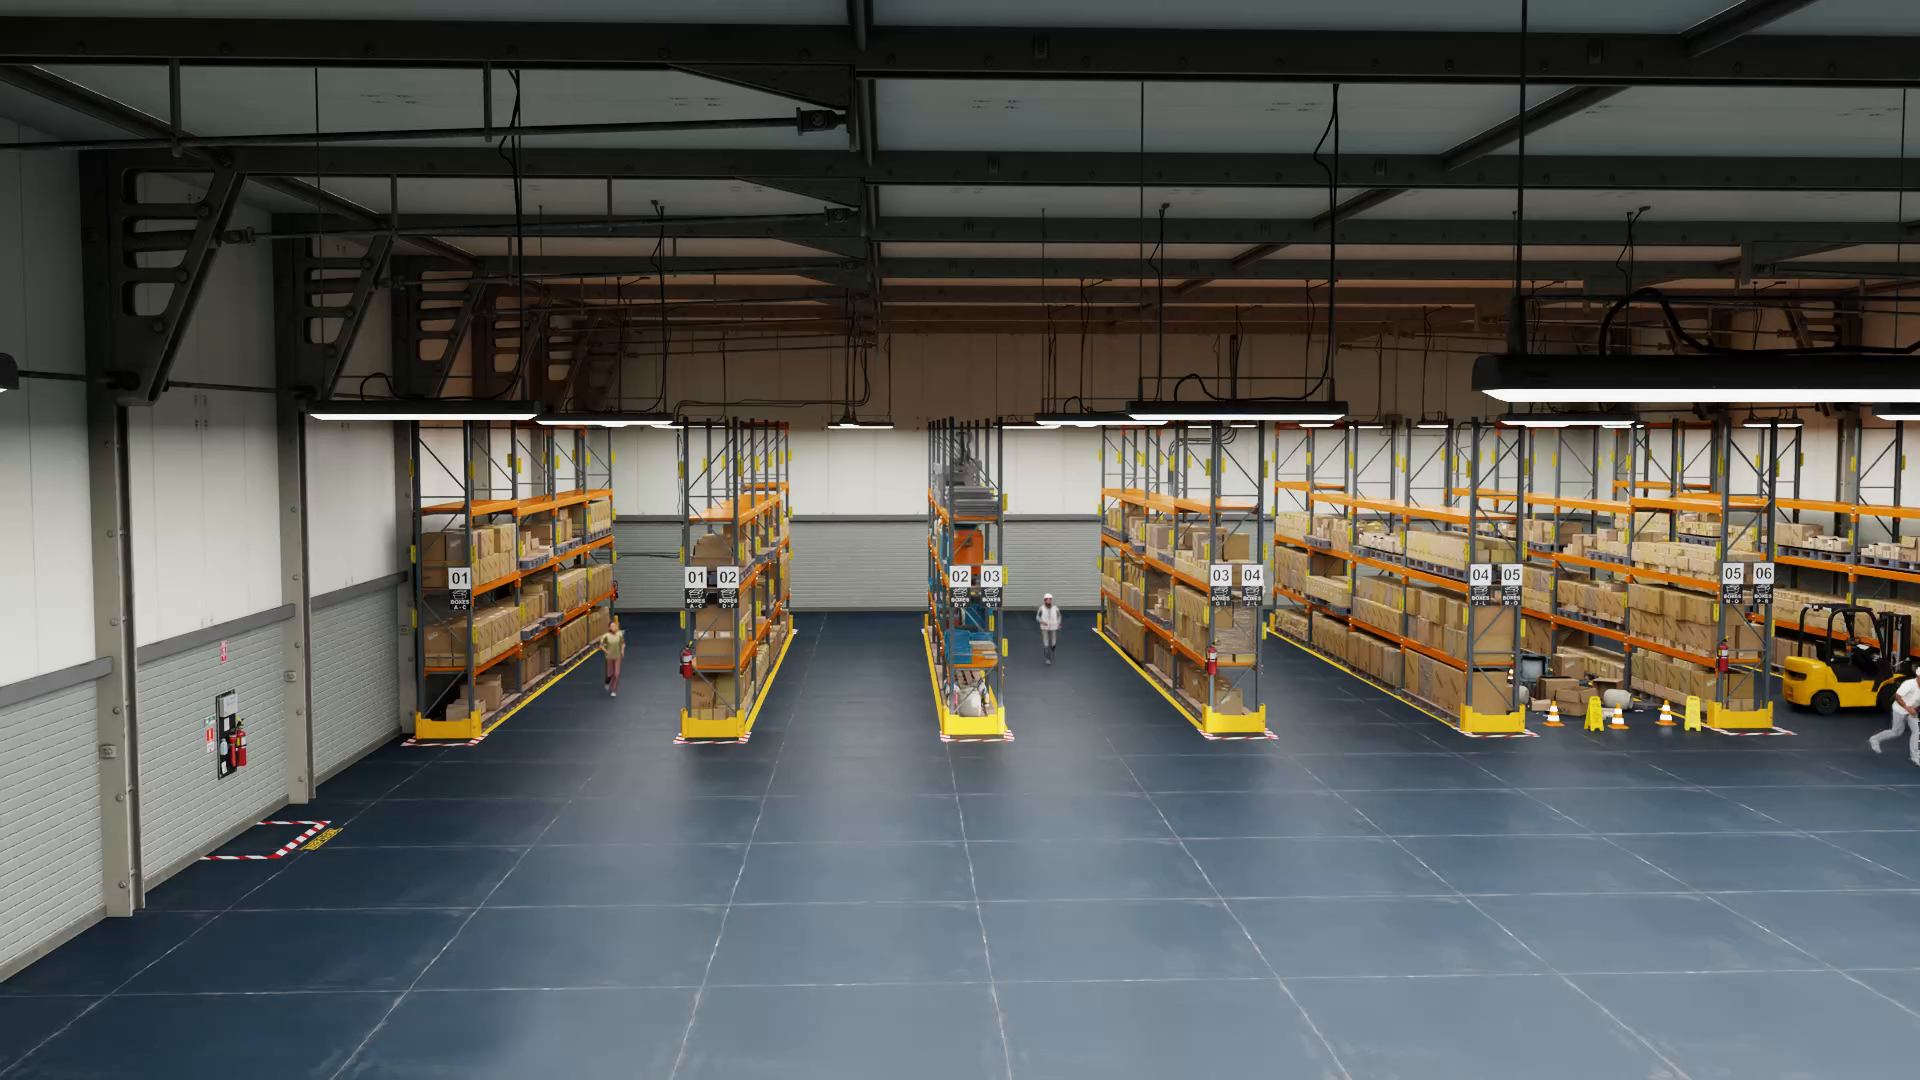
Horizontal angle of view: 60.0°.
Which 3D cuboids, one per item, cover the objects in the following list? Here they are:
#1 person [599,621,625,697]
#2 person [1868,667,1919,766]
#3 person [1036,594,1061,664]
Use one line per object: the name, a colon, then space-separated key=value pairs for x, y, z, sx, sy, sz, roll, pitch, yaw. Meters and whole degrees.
person: x=-7.517 y=2.558 z=36.001 sx=0.574 sy=1.626 sz=0.619 roll=-2 pitch=4 yaw=-25
person: x=16.335 y=3.014 z=28.863 sx=0.734 sy=1.712 sz=1.046 roll=-3 pitch=5 yaw=-35
person: x=2.195 y=2.190 z=40.924 sx=0.653 sy=1.731 sz=0.569 roll=0 pitch=4 yaw=-4
